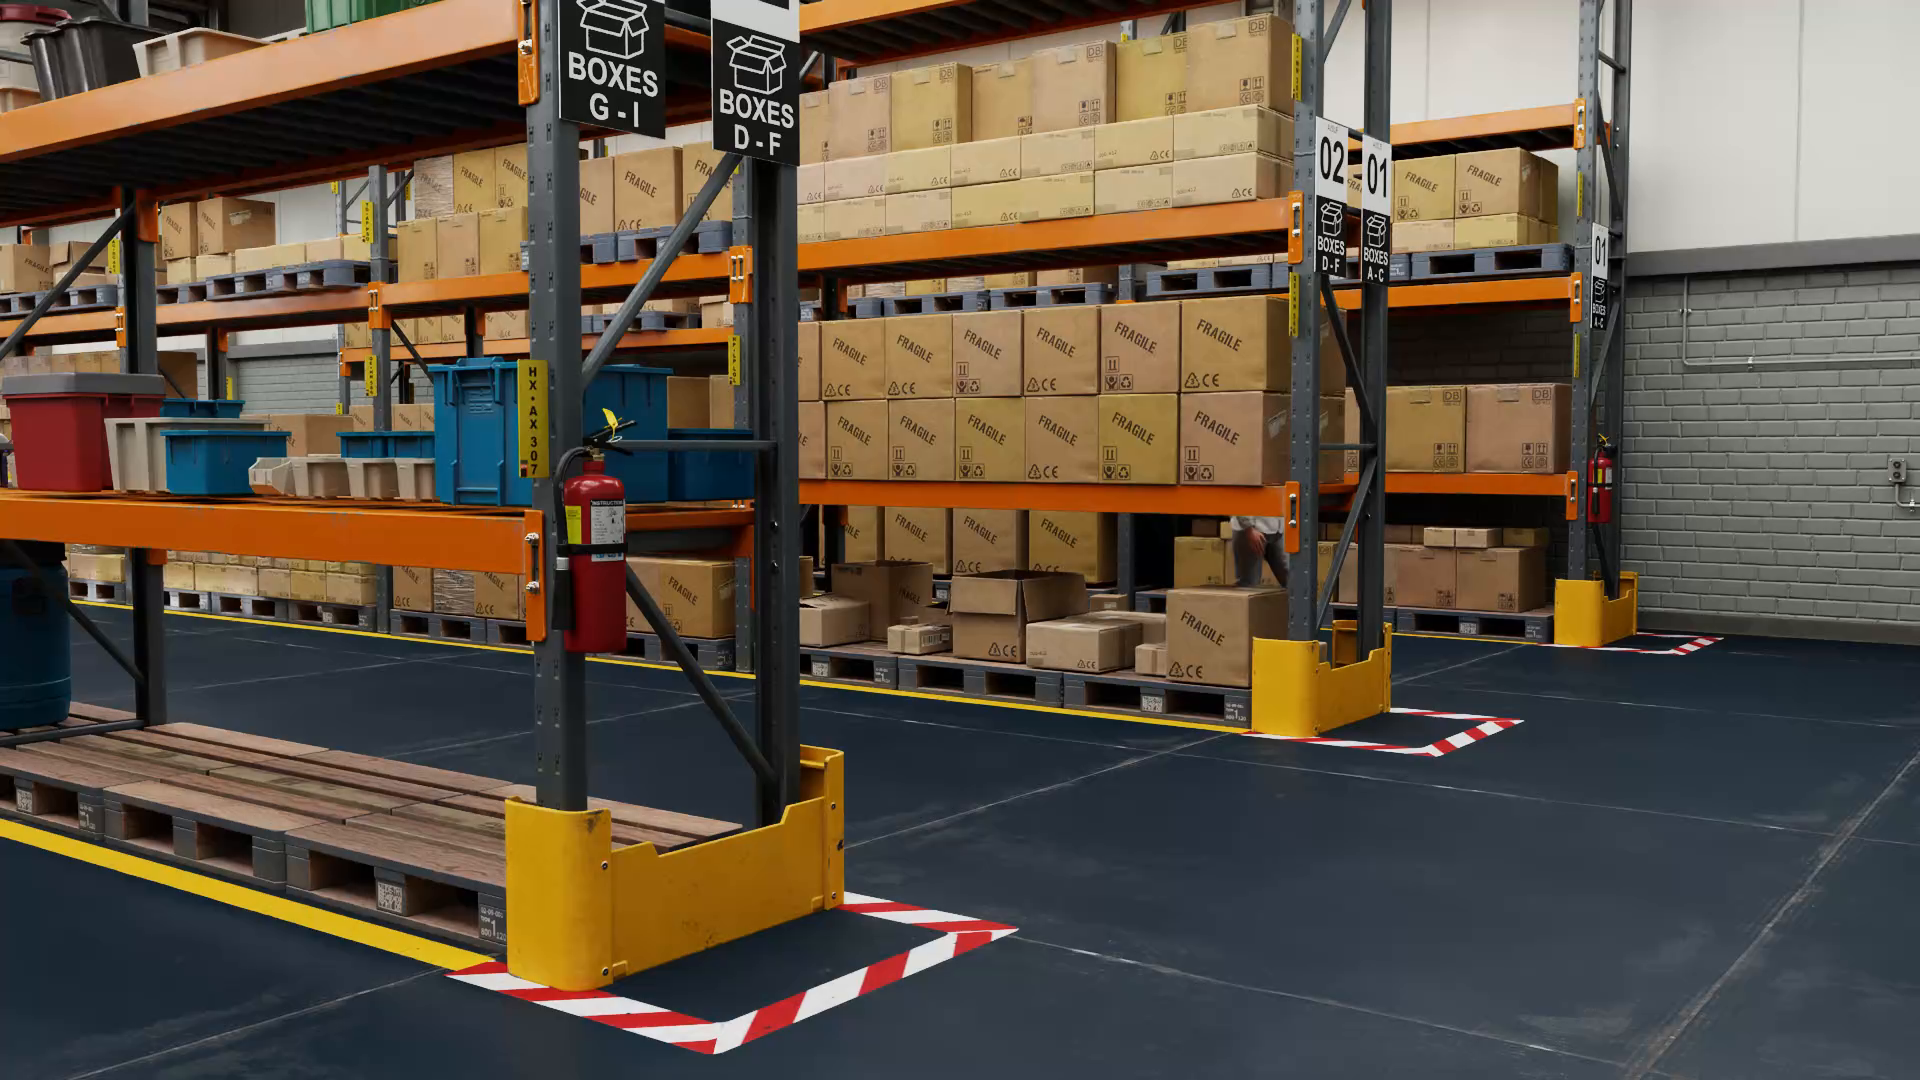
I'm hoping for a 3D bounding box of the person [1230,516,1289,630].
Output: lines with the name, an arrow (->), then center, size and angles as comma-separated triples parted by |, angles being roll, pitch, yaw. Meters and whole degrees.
person -> 2.135, -0.011, 11.625 | 0.571, 1.831, 0.667 | -2, 4, -36
